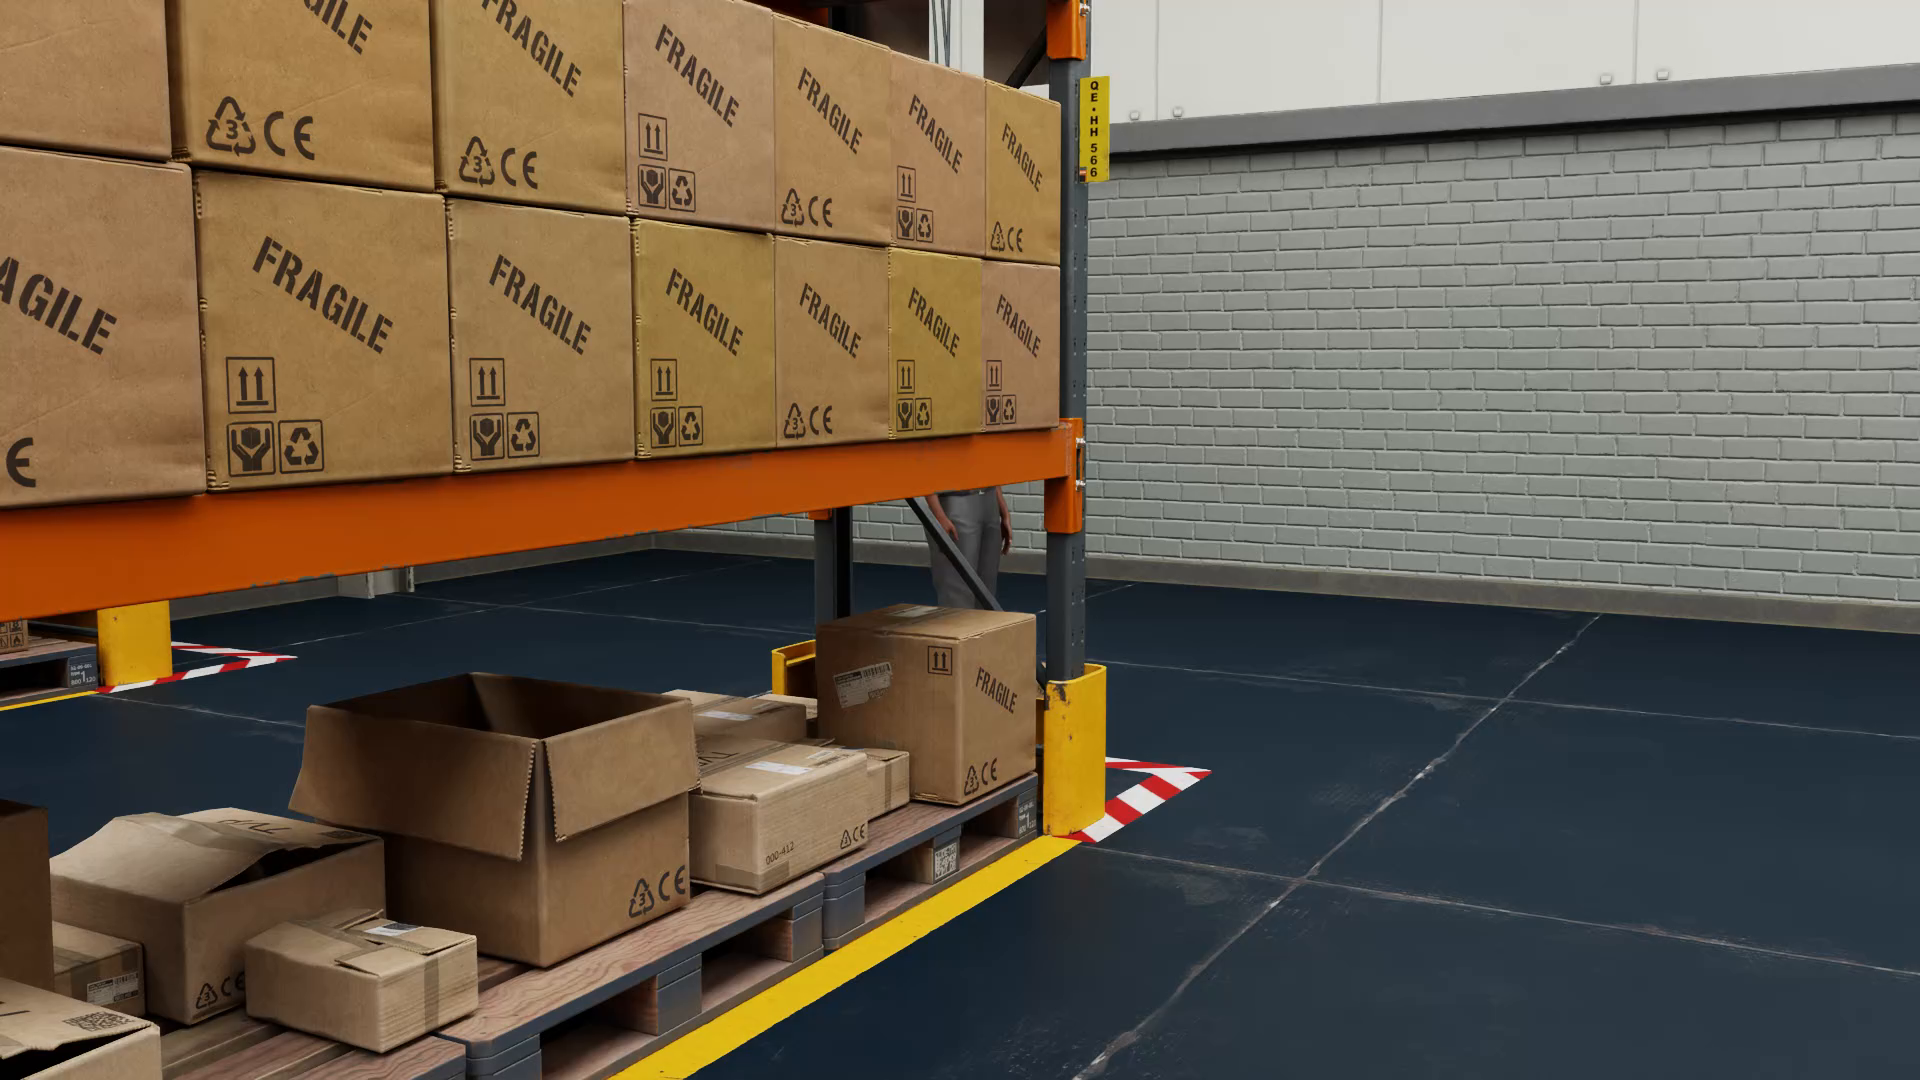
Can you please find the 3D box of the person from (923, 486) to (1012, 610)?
[{"bbox_3d":[0.079,-0.063,6.916,0.504,1.654,0.569,4,7,34],"label":"person"}]
